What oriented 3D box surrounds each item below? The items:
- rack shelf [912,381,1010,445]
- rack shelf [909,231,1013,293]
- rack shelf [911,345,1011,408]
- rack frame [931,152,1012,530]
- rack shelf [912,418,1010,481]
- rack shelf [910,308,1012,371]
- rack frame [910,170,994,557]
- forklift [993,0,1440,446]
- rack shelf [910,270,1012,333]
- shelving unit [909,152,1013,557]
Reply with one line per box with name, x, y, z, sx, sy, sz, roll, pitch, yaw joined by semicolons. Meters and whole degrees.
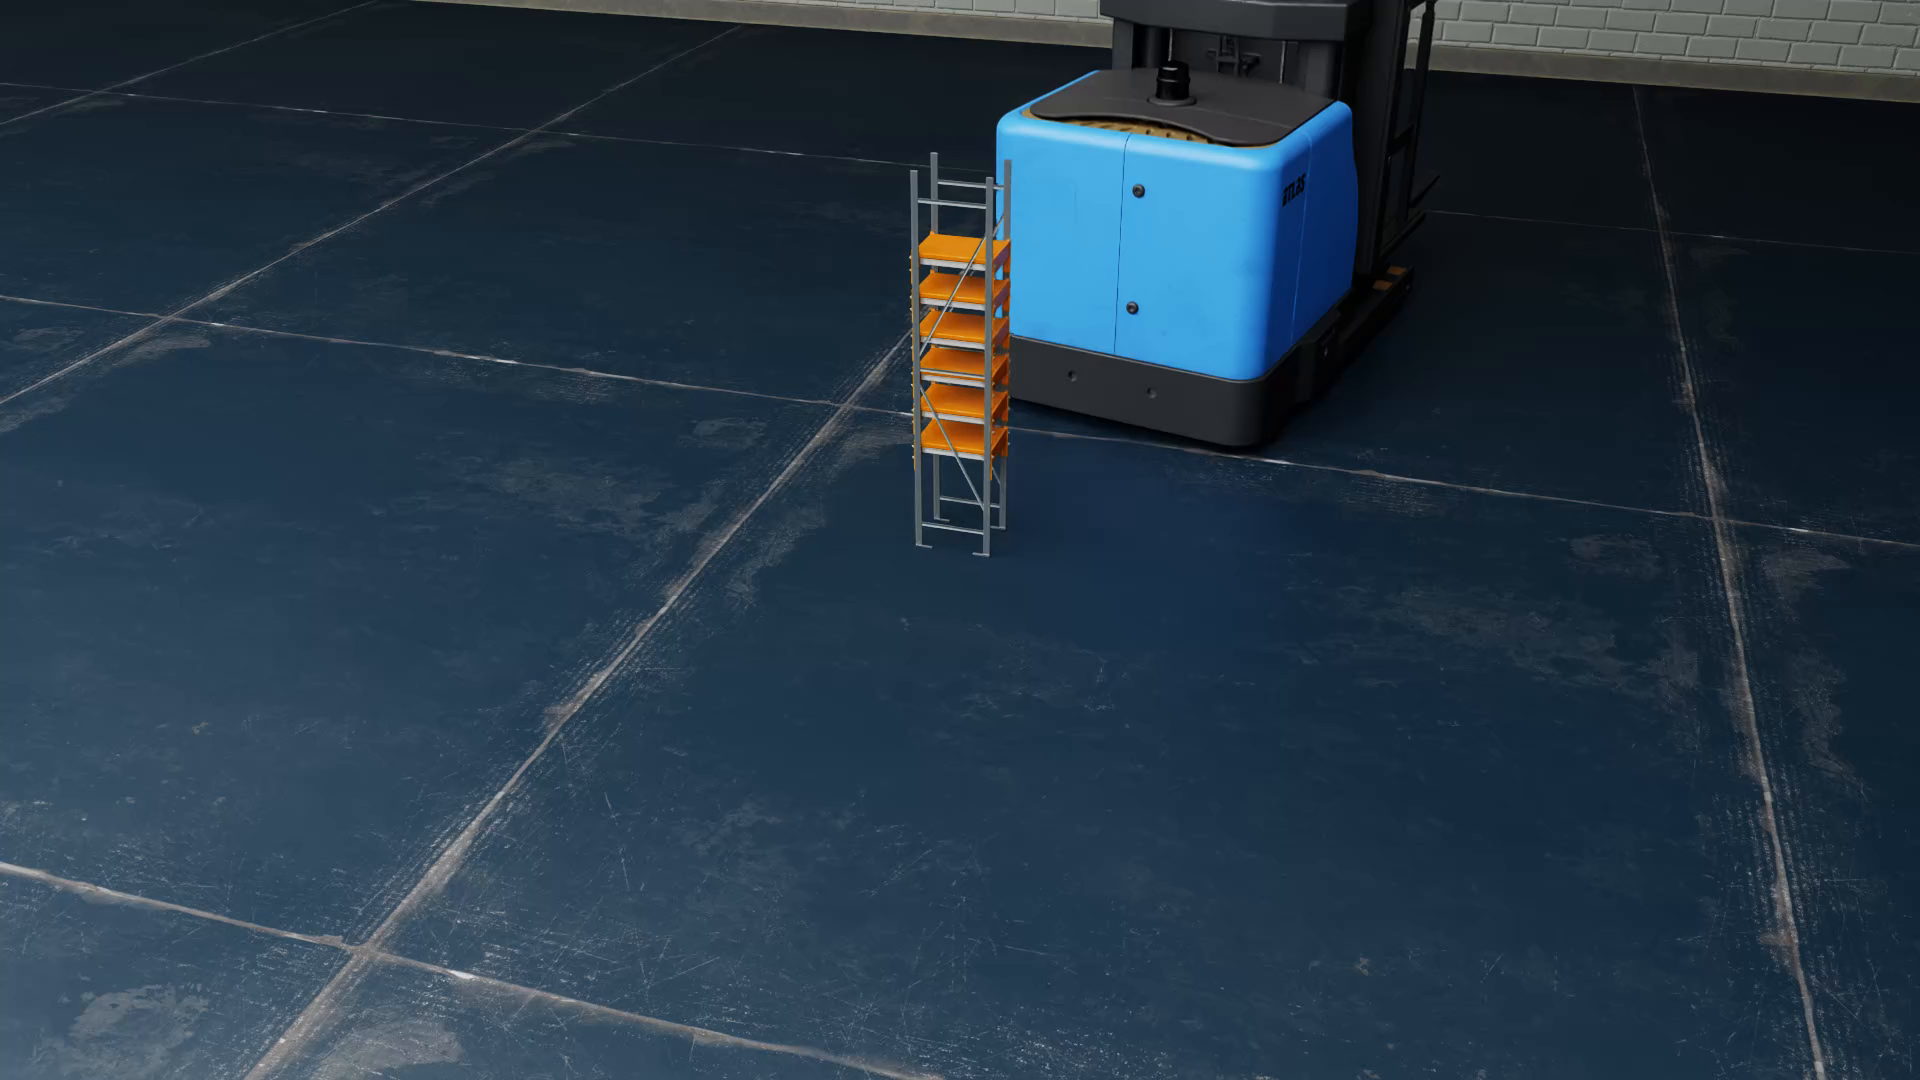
rack shelf;0.004;-0.387;5.050;0.258;0.103;0.180;8;30;15
rack shelf;0.004;-0.807;4.817;0.258;0.103;0.180;8;30;15
rack shelf;0.004;-0.492;4.992;0.258;0.103;0.180;8;30;15
rack frame;0.031;-0.574;5.047;0.240;1.200;0.006;8;30;15
rack shelf;0.004;-0.282;5.109;0.258;0.103;0.180;8;30;15
rack shelf;0.004;-0.597;4.934;0.258;0.103;0.180;8;30;15
rack frame;-0.023;-0.489;4.894;0.240;1.200;0.006;8;30;15
forklift;1.265;-2.285;6.343;1.130;2.935;3.031;15;32;25
rack shelf;0.004;-0.702;4.875;0.258;0.103;0.180;8;30;15
shelving unit;0.004;-0.531;4.970;0.258;1.200;0.189;8;30;15
